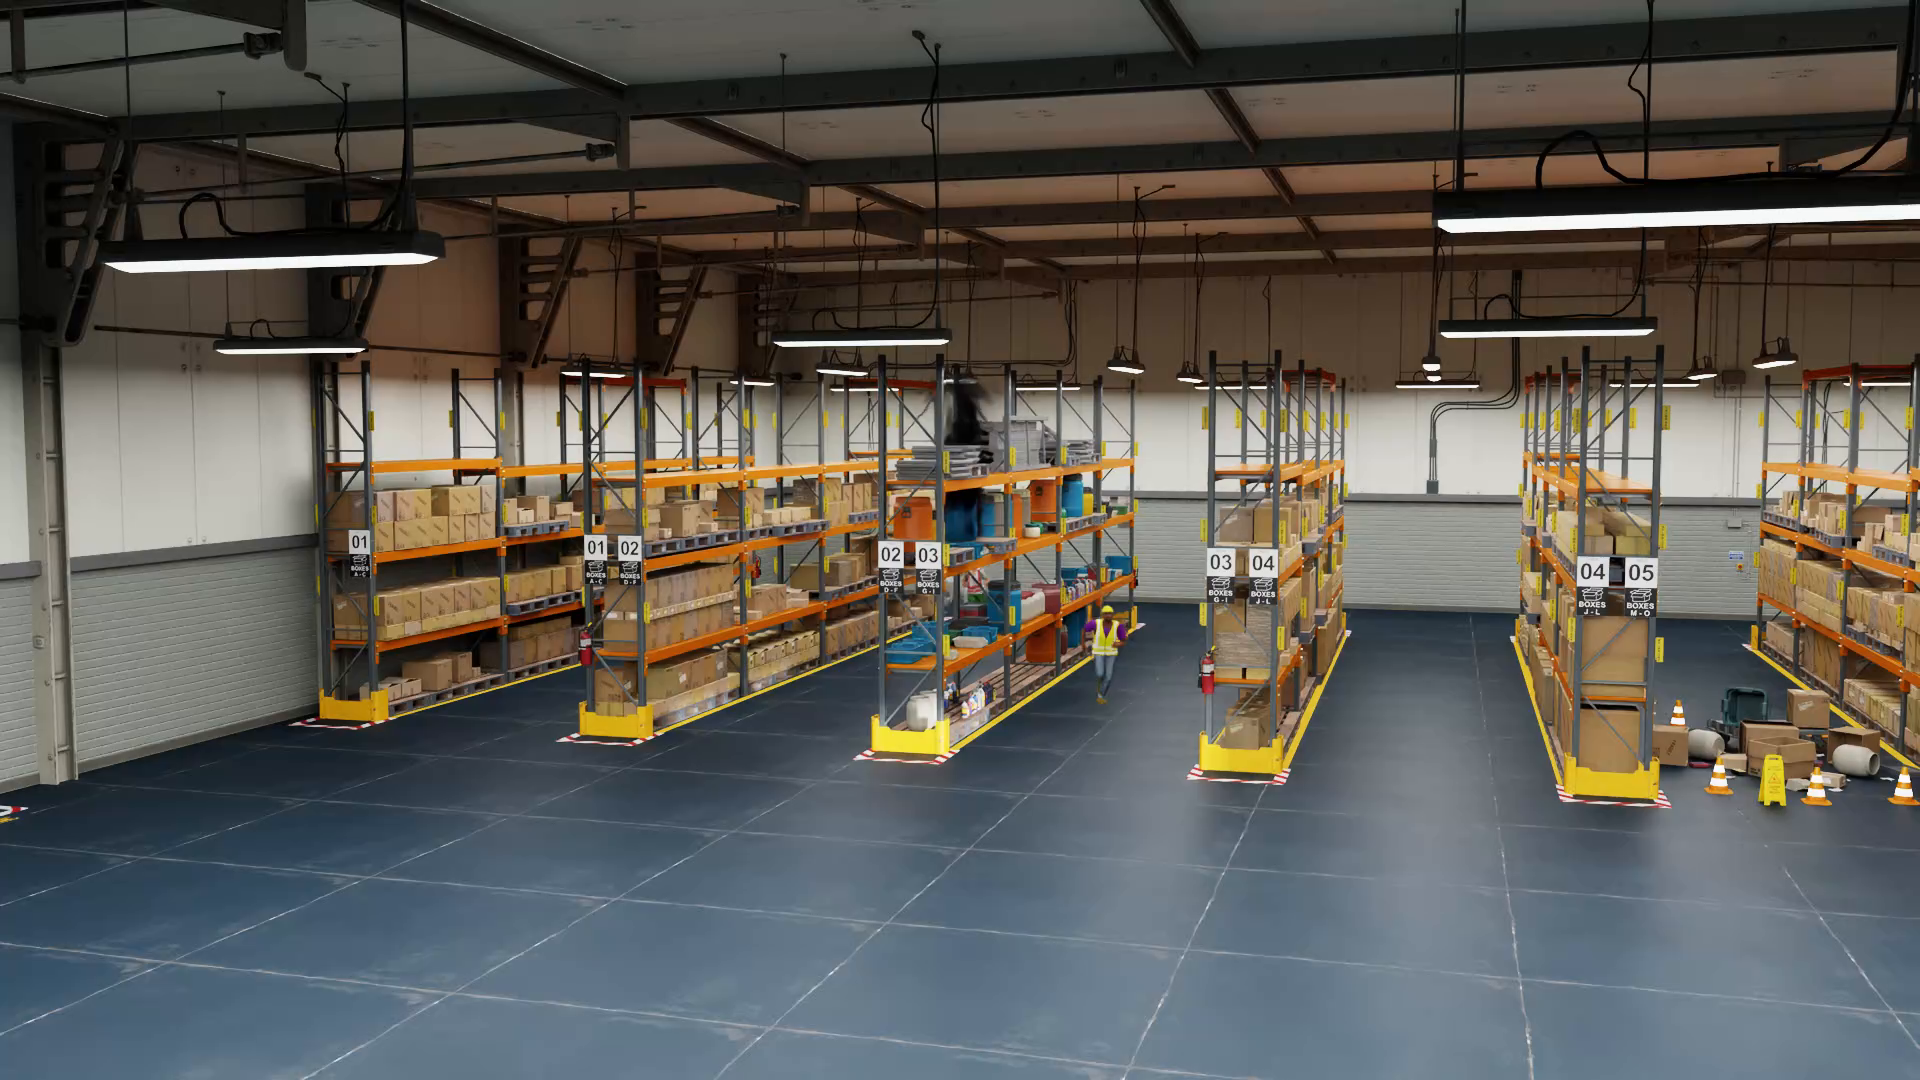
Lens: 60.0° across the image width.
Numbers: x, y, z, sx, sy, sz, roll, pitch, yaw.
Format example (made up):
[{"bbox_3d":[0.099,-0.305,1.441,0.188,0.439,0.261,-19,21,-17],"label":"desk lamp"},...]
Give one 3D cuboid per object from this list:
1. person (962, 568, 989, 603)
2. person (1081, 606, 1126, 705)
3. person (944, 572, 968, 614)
[{"bbox_3d":[0.370,1.293,39.836,0.677,1.750,0.711,1,4,11],"label":"person"},{"bbox_3d":[2.430,1.953,28.072,0.749,1.708,0.648,0,4,0],"label":"person"},{"bbox_3d":[-0.103,1.127,42.763,0.942,1.666,0.630,2,4,22],"label":"person"}]
